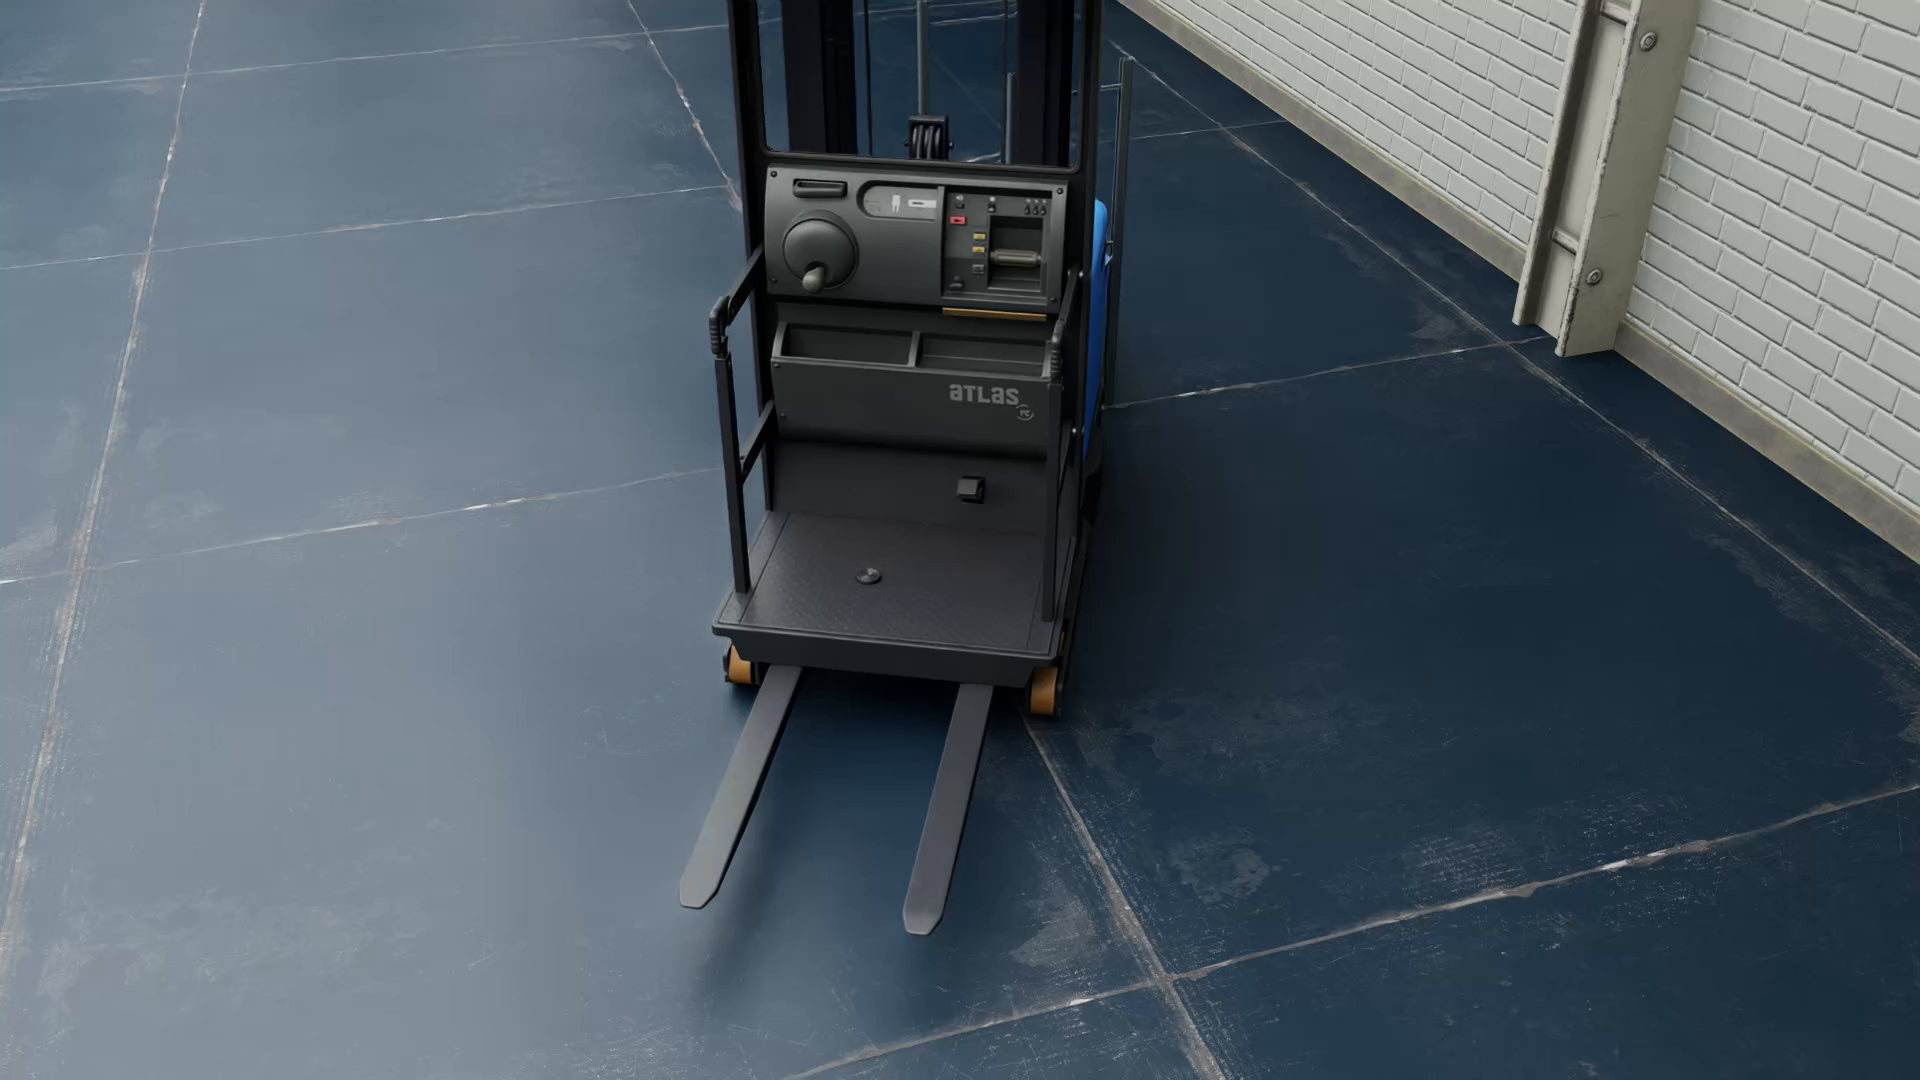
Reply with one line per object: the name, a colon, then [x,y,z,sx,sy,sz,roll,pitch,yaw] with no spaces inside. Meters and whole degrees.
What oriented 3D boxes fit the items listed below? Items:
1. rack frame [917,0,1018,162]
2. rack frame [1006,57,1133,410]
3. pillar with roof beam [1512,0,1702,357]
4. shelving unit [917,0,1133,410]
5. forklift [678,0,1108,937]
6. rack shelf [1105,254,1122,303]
rack frame: [0.060,-1.673,7.422,0.500,1.500,0.032,-12,35,-17]
rack frame: [0.416,-1.148,6.627,0.500,1.500,0.032,-12,35,-17]
pillar with roof beam: [-1.303,-3.984,4.116,9.100,9.000,0.400,-10,35,-15]
shelving unit: [0.238,-1.411,7.025,0.538,1.500,1.048,-12,35,-17]
forklift: [-0.171,-0.868,4.904,1.130,2.935,3.031,5,34,8]
rack shelf: [0.238,-1.261,7.124,0.538,0.185,1.000,-12,35,-17]
